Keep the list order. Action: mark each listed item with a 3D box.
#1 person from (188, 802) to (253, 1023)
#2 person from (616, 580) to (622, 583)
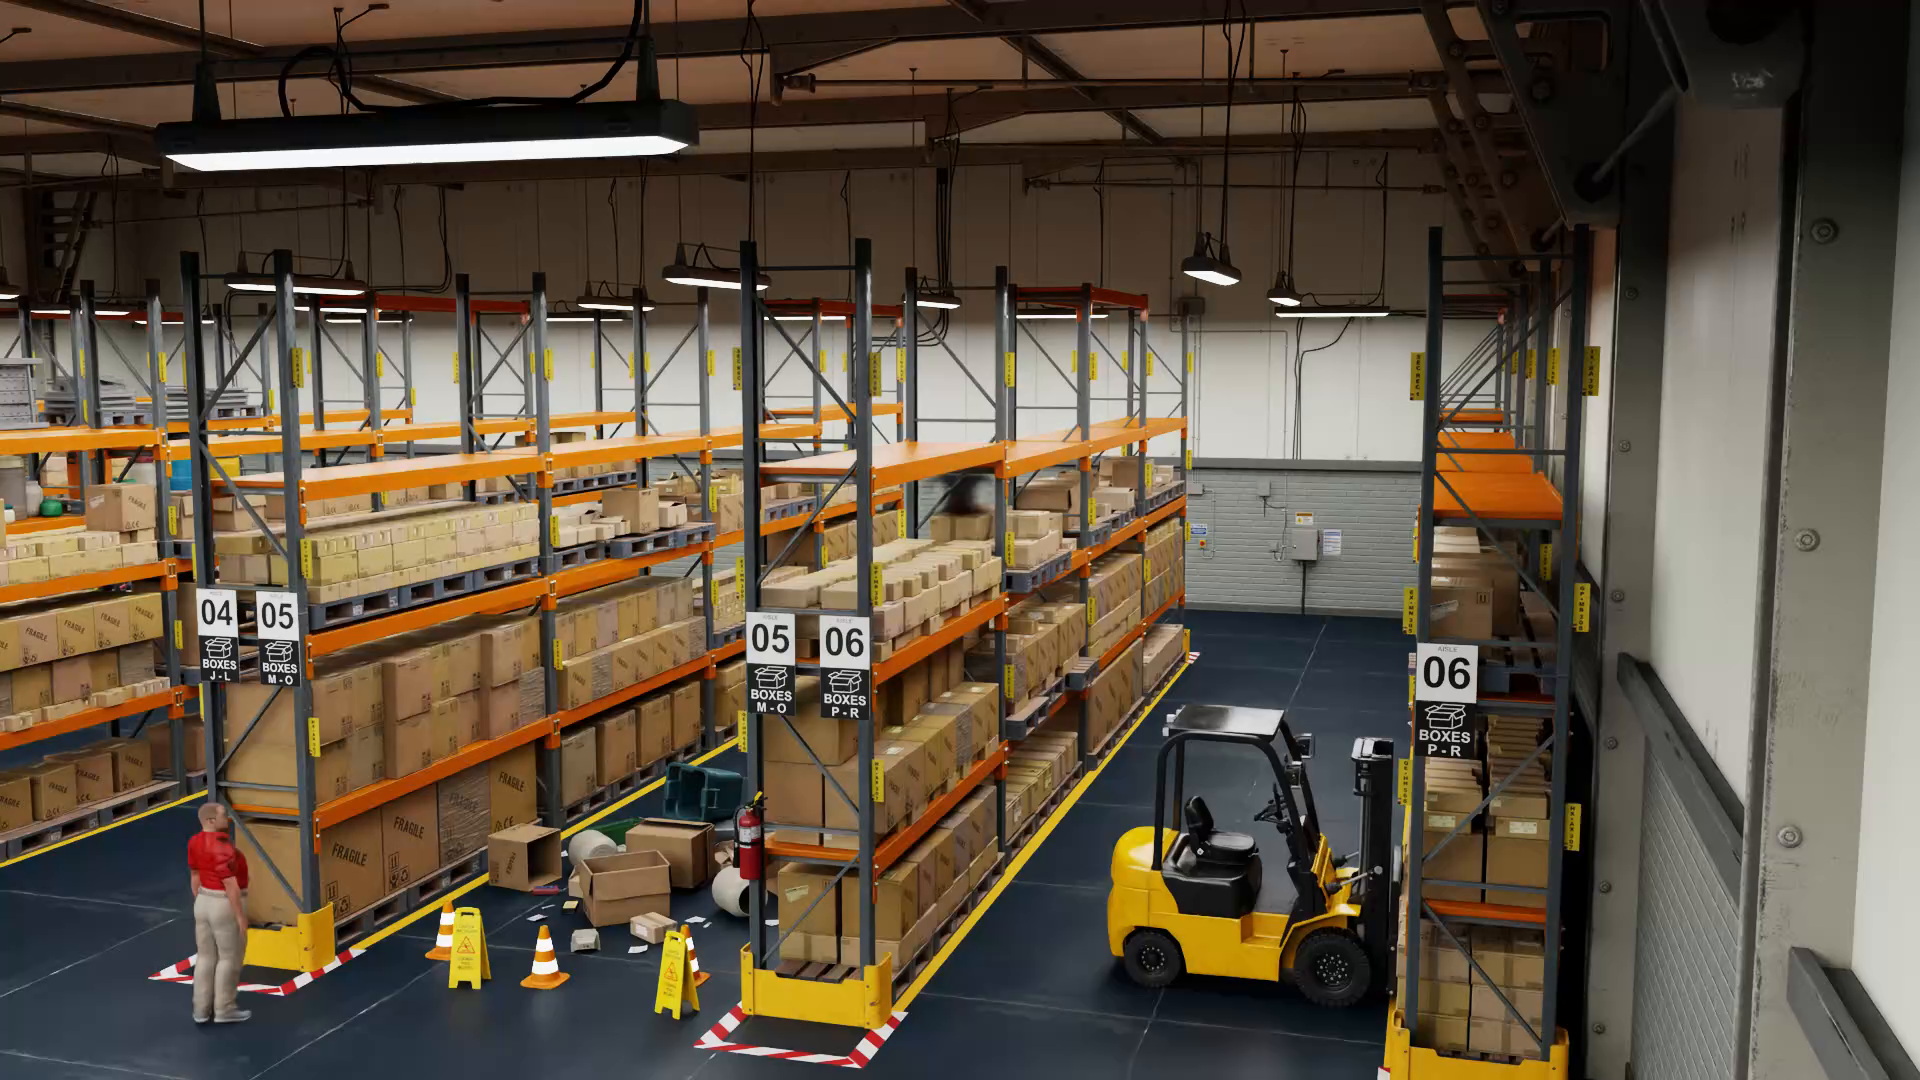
[{"bbox_3d":[-5.750,2.885,12.883,0.630,1.759,0.426,3,7,28],"label":"person"},{"bbox_3d":[-5.327,1.426,26.300,0.465,1.592,0.479,1,7,11],"label":"person"}]
